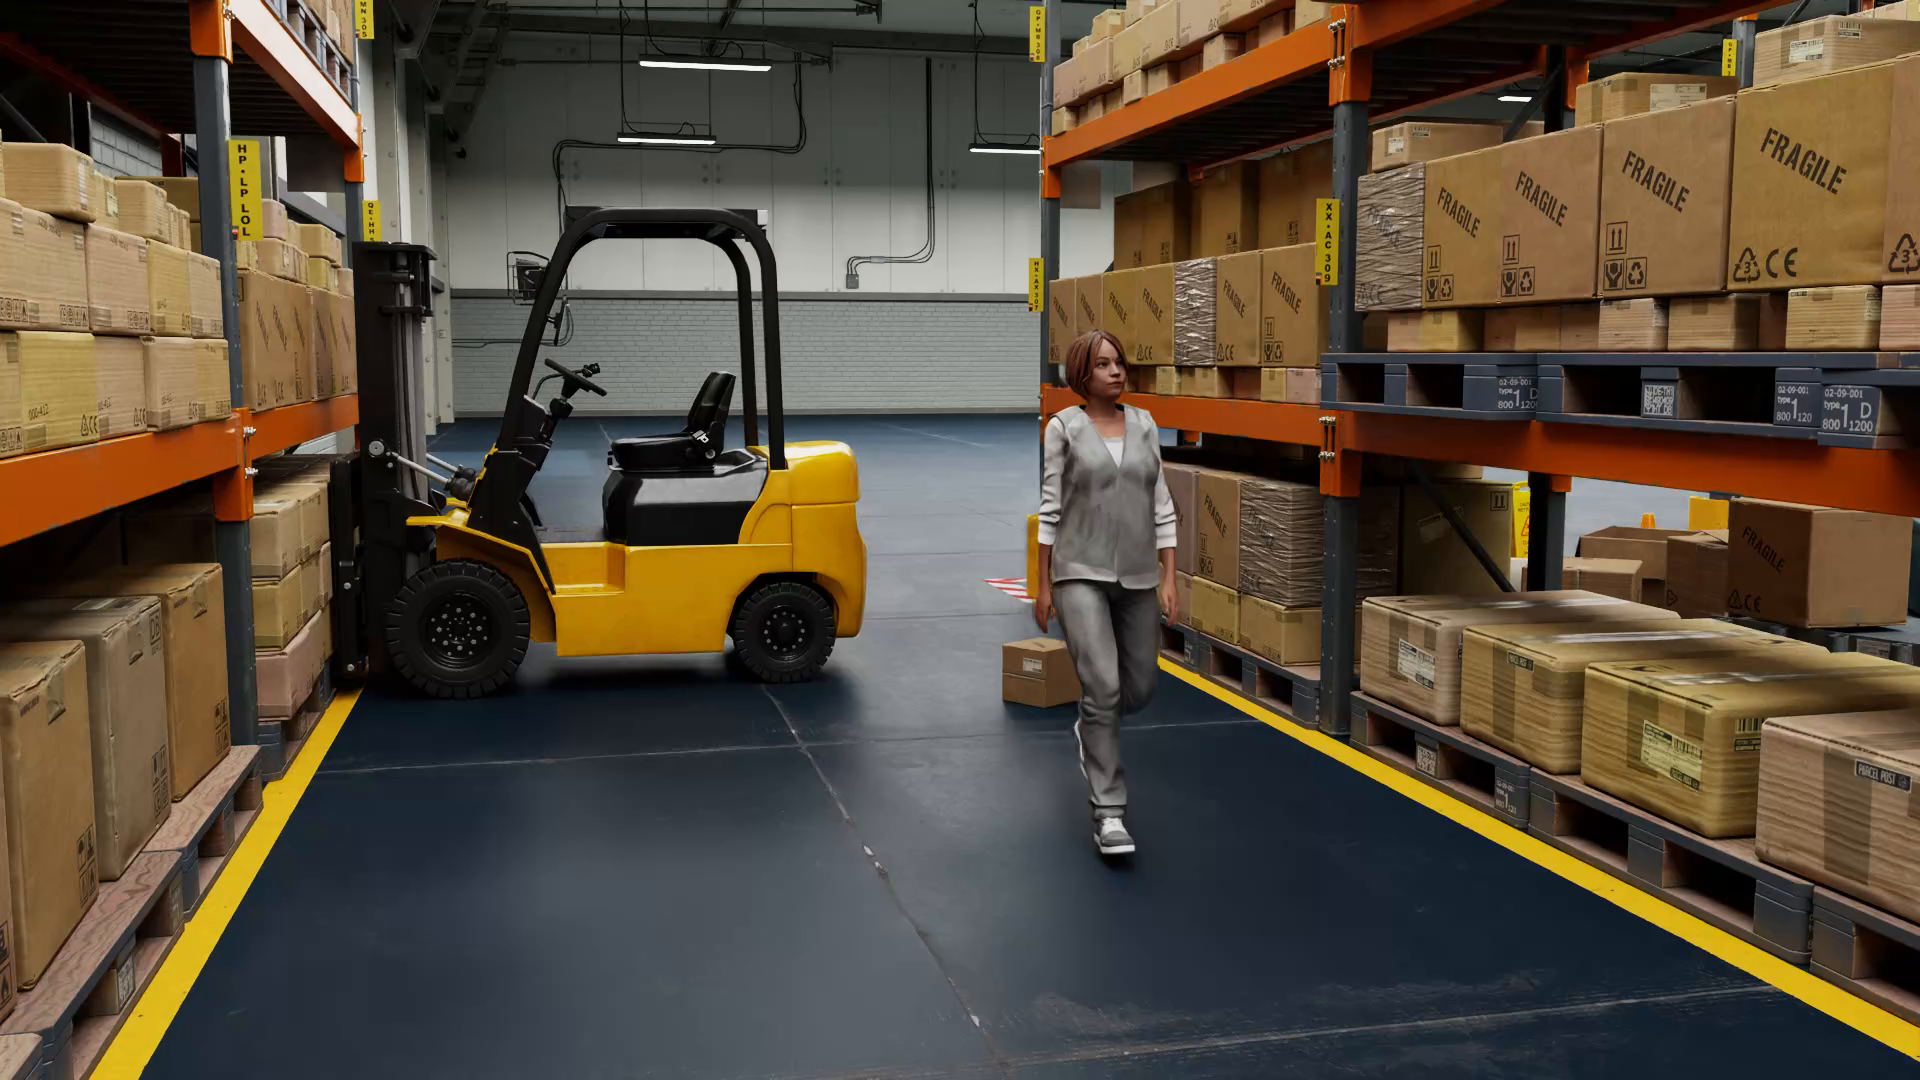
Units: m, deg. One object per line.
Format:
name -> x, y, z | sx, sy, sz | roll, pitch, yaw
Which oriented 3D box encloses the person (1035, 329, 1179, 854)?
person -> 0.452, 0.123, 5.184 | 0.430, 1.552, 0.822 | -2, 7, -15
